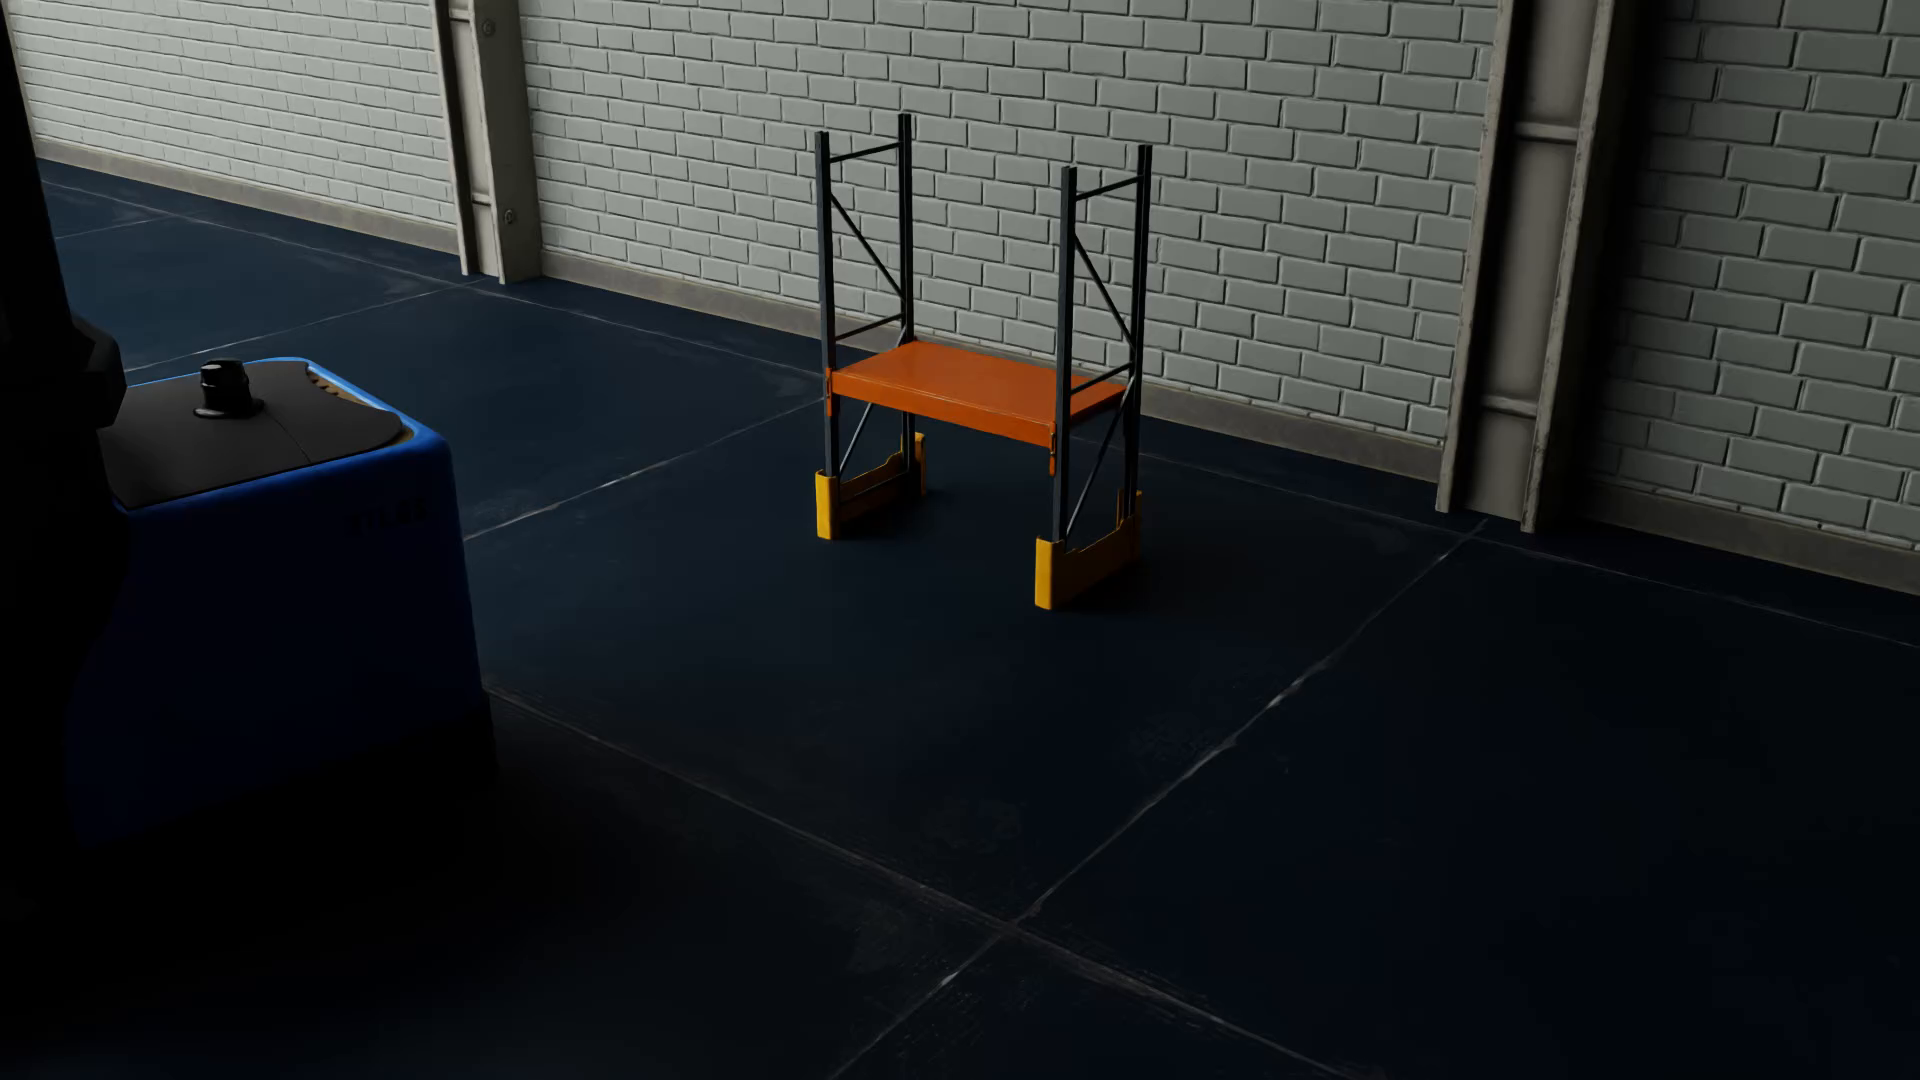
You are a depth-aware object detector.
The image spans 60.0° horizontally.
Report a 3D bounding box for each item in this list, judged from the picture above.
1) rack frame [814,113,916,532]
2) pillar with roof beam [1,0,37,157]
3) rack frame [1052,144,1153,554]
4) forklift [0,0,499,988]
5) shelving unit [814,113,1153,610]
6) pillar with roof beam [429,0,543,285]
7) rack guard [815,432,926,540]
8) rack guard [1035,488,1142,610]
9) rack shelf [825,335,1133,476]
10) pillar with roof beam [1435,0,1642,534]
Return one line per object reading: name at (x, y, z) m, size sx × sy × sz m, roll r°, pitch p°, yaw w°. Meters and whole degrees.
rack frame at (-0.339, -0.789, 6.180) m, size 0.032 × 1.500 × 0.500 m, roll 17°, pitch 29°, yaw 33°
pillar with roof beam at (-10.073, -5.750, 8.140) m, size 0.400 × 9.000 × 9.100 m, roll 17°, pitch 29°, yaw 33°
rack frame at (0.475, -0.543, 5.622) m, size 0.032 × 1.500 × 0.500 m, roll 17°, pitch 29°, yaw 33°
forklift at (-2.711, -0.367, 3.449) m, size 3.031 × 2.935 × 1.130 m, roll -20°, pitch 31°, yaw -38°
shelving unit at (0.061, -0.668, 5.906) m, size 1.083 × 1.500 × 0.587 m, roll 17°, pitch 29°, yaw 33°
pillar with roof beam at (-5.272, -4.299, 4.847) m, size 0.400 × 9.000 × 9.100 m, roll 17°, pitch 29°, yaw 33°
rack guard at (-0.338, -0.216, 6.431) m, size 0.087 × 0.250 × 0.587 m, roll 17°, pitch 29°, yaw 33°
rack guard at (0.459, 0.024, 5.884) m, size 0.087 × 0.250 × 0.587 m, roll 17°, pitch 29°, yaw 33°
rack shelf at (0.068, -0.501, 5.973) m, size 1.000 × 0.185 × 0.538 m, roll 17°, pitch 29°, yaw 33°
pillar with roof beam at (-0.471, -2.848, 1.554) m, size 0.400 × 9.000 × 9.100 m, roll 17°, pitch 29°, yaw 33°
